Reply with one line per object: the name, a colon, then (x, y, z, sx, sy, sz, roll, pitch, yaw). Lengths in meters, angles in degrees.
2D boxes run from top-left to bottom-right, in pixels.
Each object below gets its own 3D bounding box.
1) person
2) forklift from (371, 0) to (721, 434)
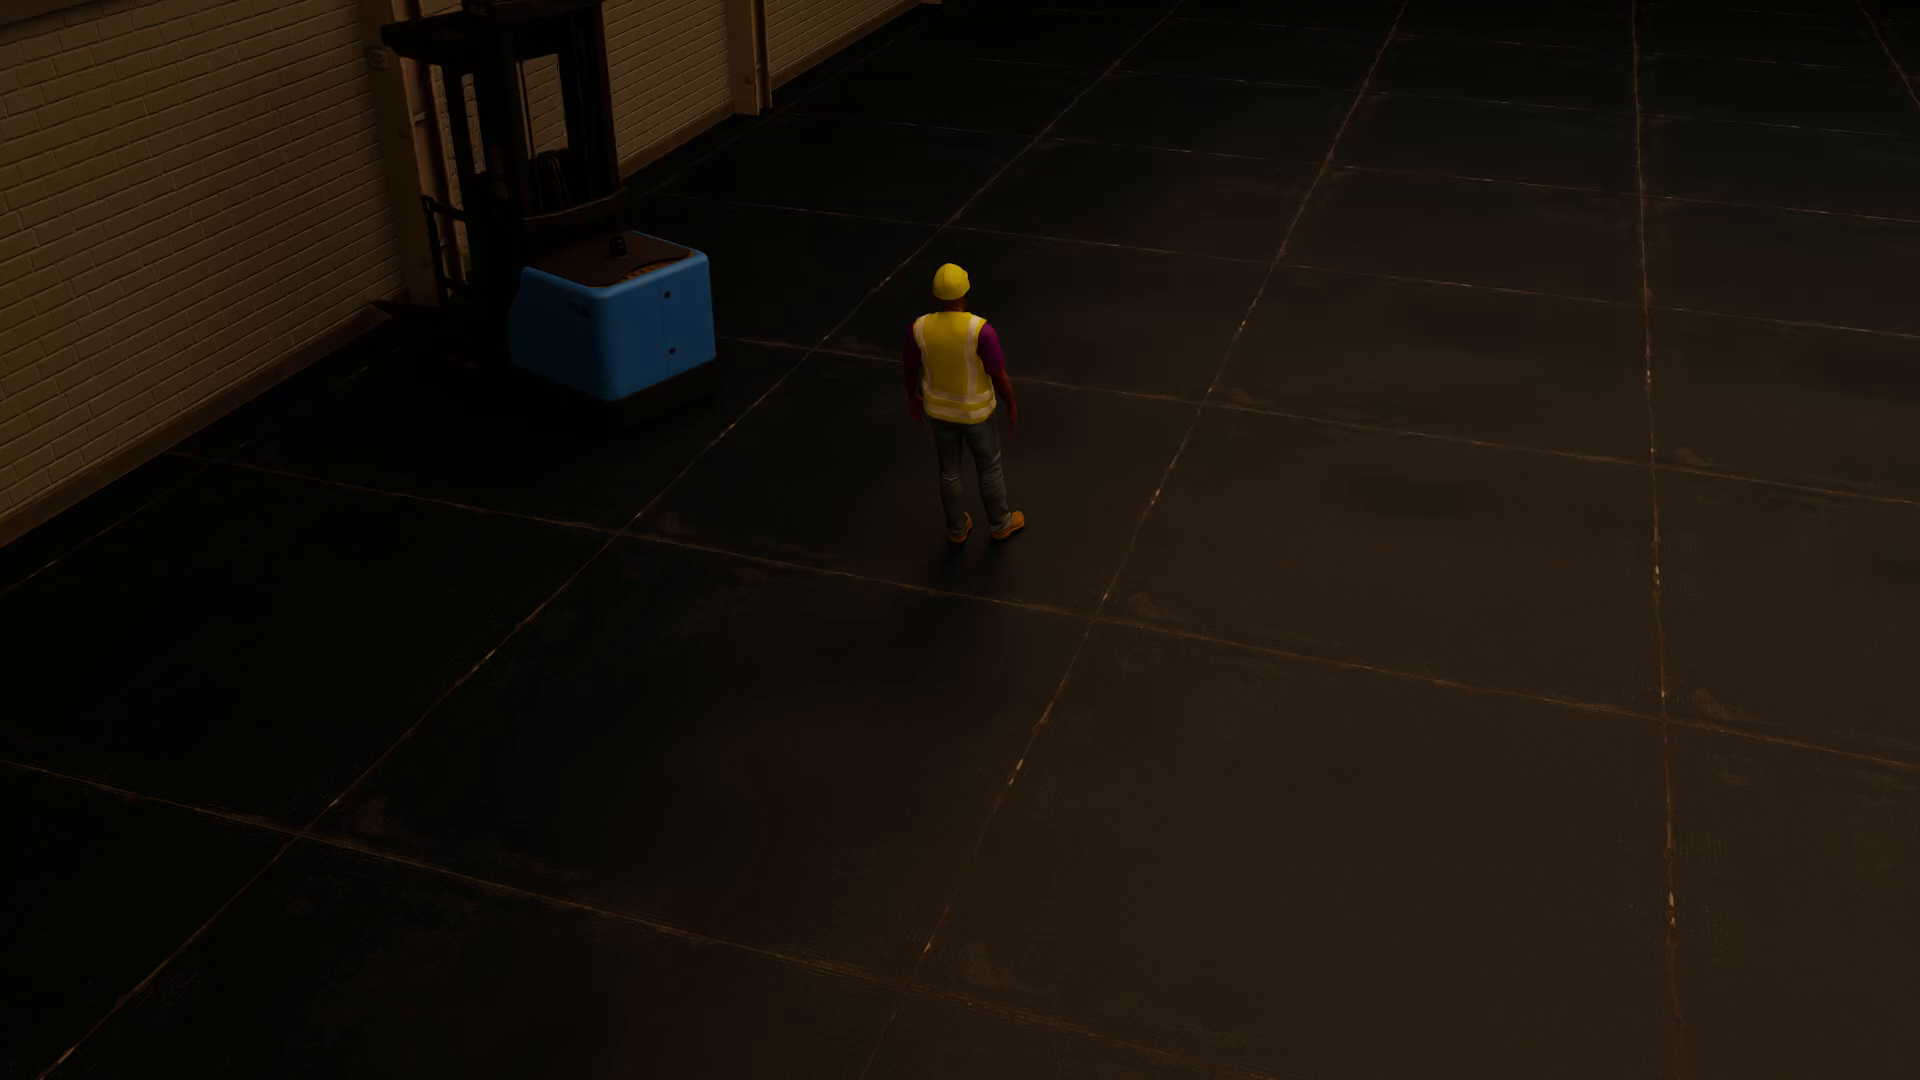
person: (0.027, -0.805, 9.712, 0.666, 1.768, 0.575, 10, 31, 16)
forklift: (-3.173, -2.579, 11.660, 3.031, 2.935, 1.130, 22, 36, 33)
